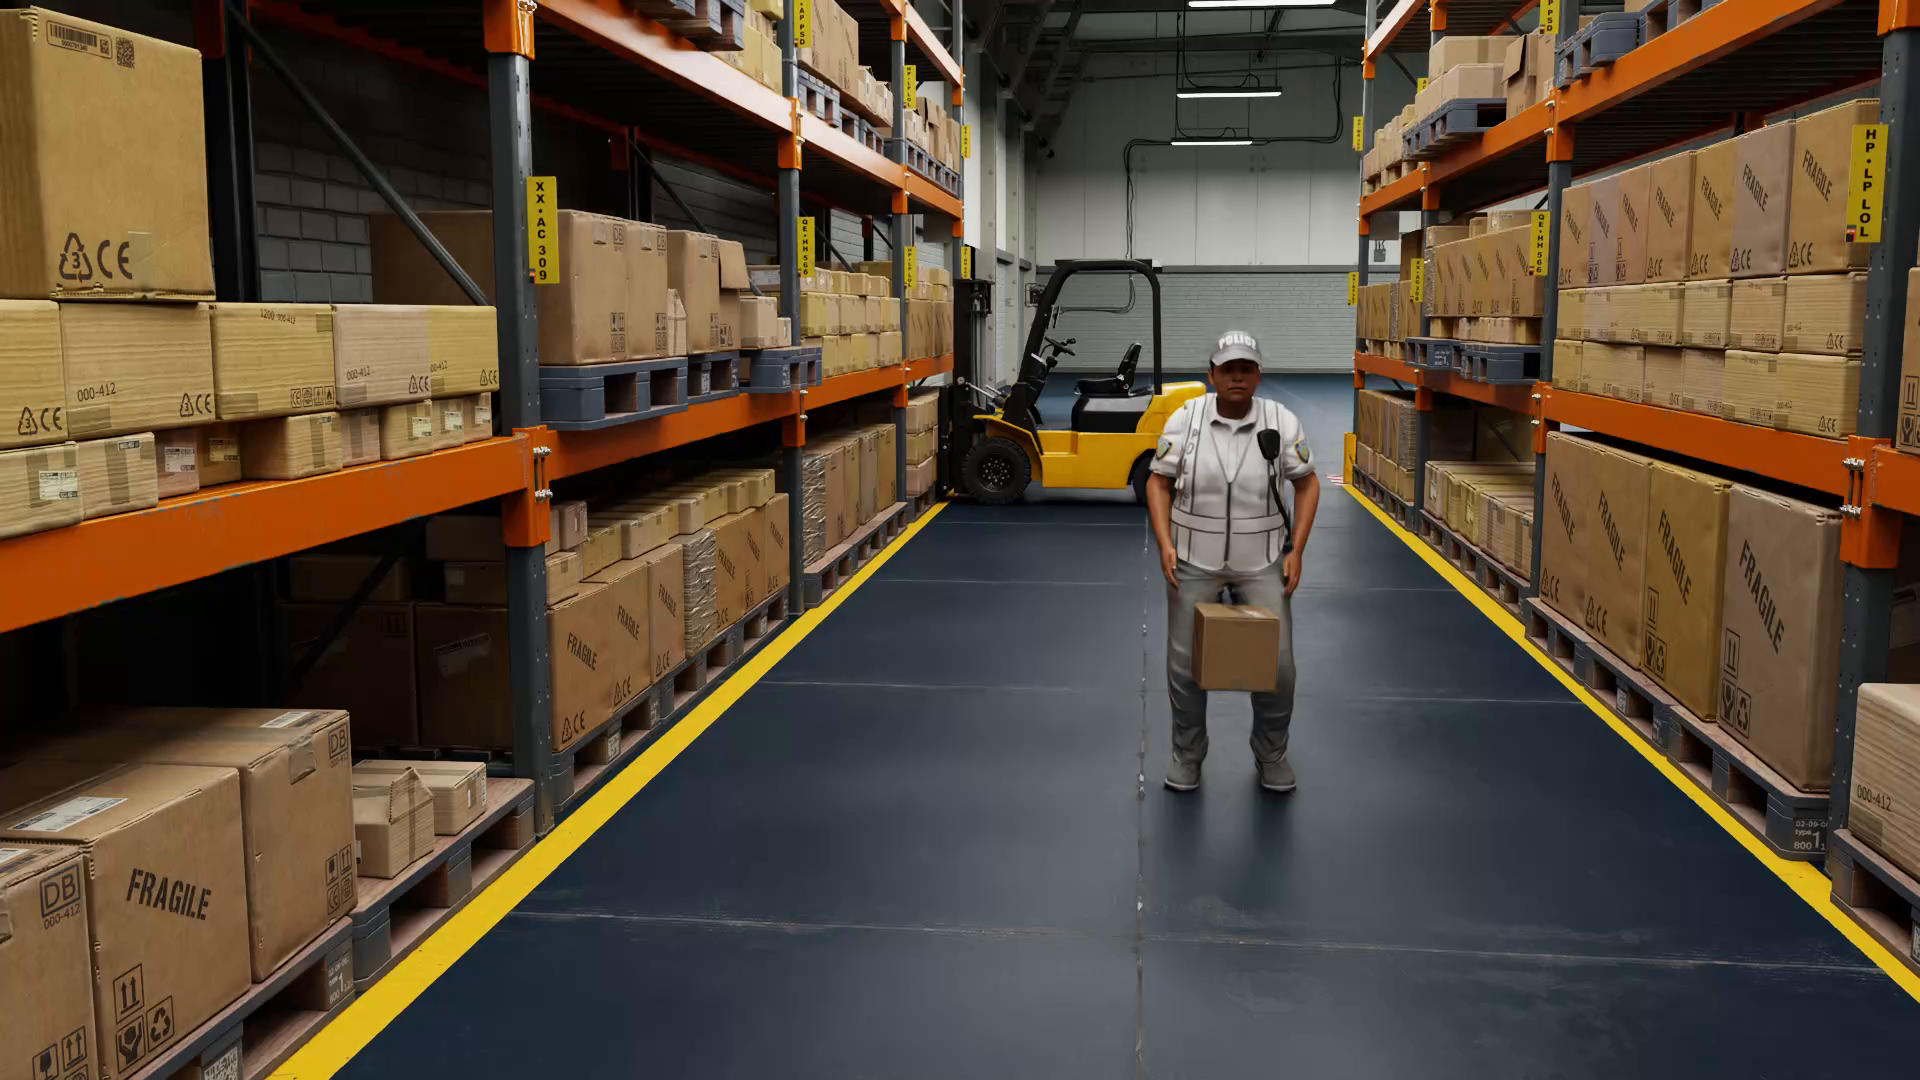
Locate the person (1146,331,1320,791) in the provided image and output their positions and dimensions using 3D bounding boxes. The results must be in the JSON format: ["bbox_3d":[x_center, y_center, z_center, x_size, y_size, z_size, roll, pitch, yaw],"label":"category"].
[{"bbox_3d":[0.945,0.089,5.793,0.602,1.625,0.492,1,8,9],"label":"person"}]
